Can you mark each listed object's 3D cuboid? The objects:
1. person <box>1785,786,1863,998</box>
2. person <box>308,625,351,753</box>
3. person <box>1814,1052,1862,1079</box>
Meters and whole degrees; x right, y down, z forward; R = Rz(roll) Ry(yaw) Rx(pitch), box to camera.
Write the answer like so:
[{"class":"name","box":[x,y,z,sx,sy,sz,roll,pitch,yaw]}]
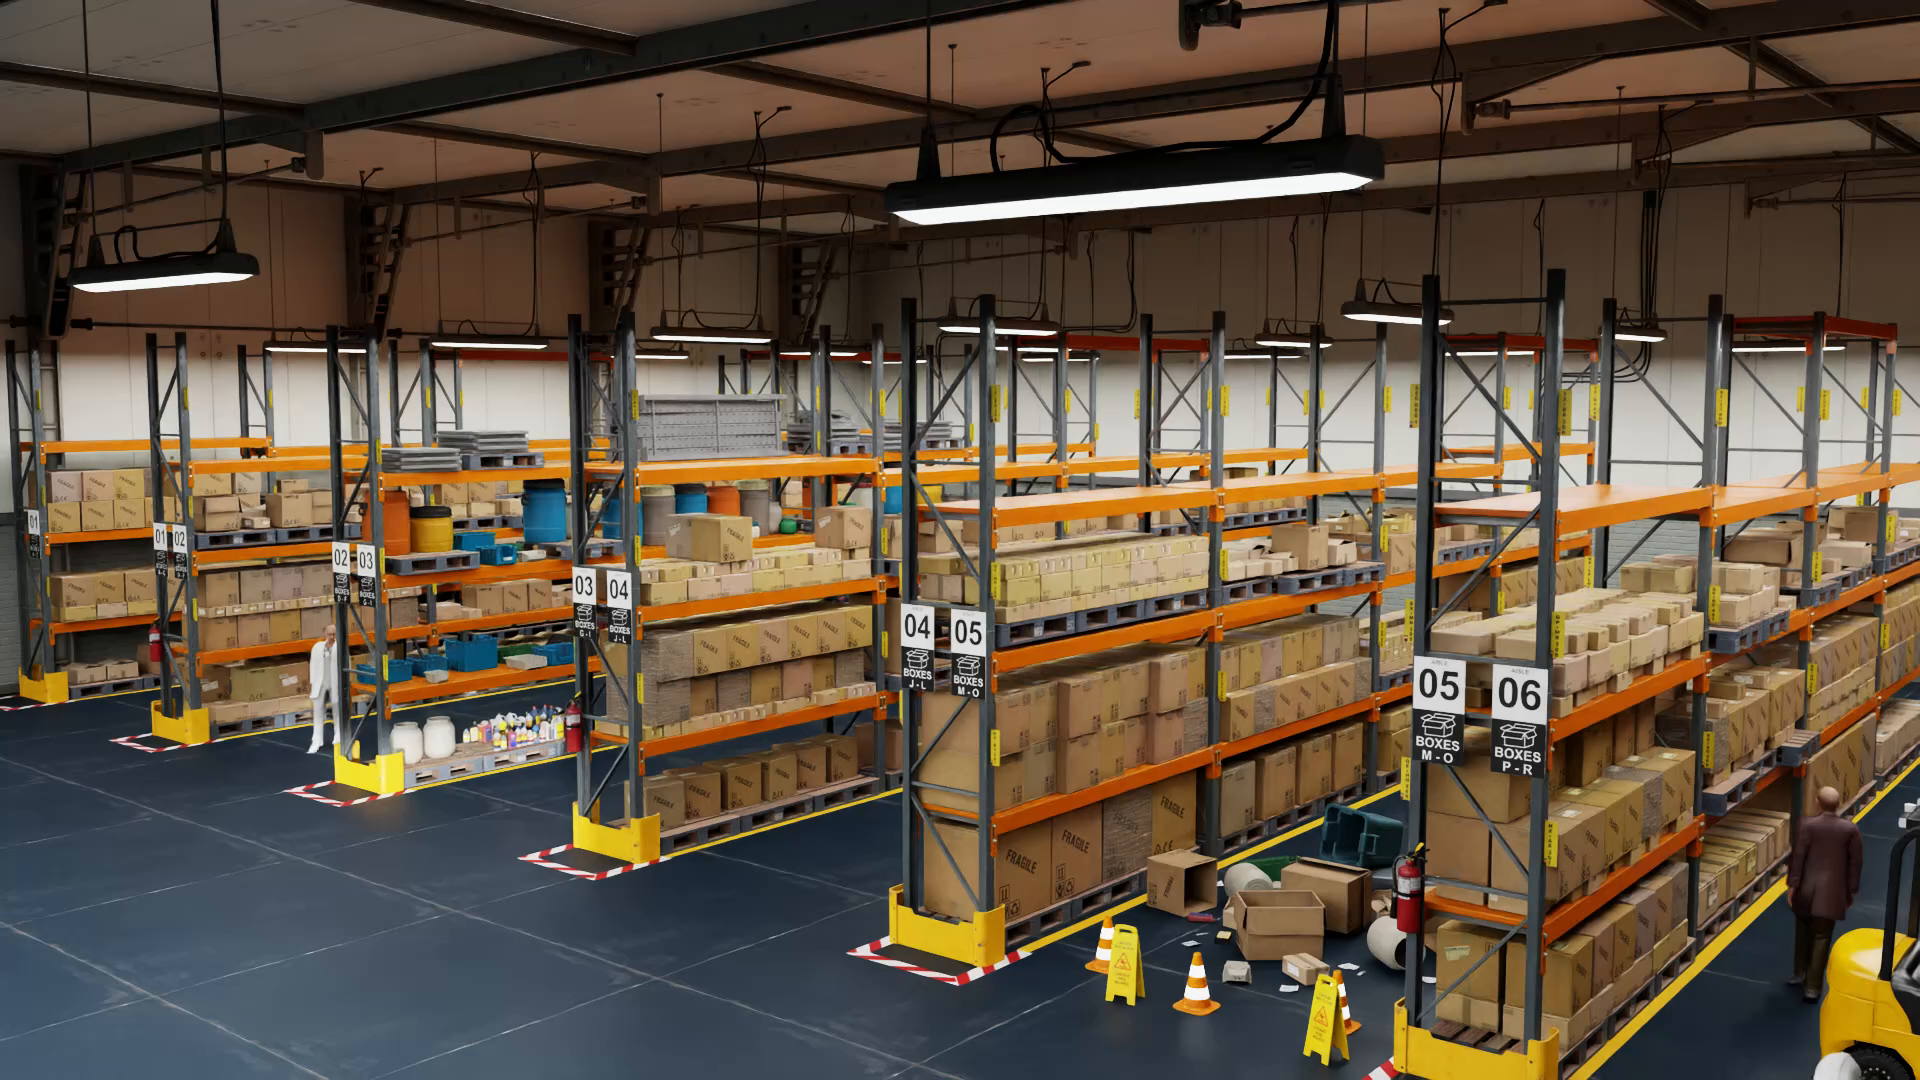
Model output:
[{"class":"person","box":[7.359,3.030,14.206,0.565,1.834,0.607,4,6,35]},{"class":"person","box":[-9.142,2.140,24.068,0.604,1.794,0.858,-1,5,-10]},{"class":"person","box":[4.486,3.525,8.548,0.593,1.825,0.563,4,7,41]}]
